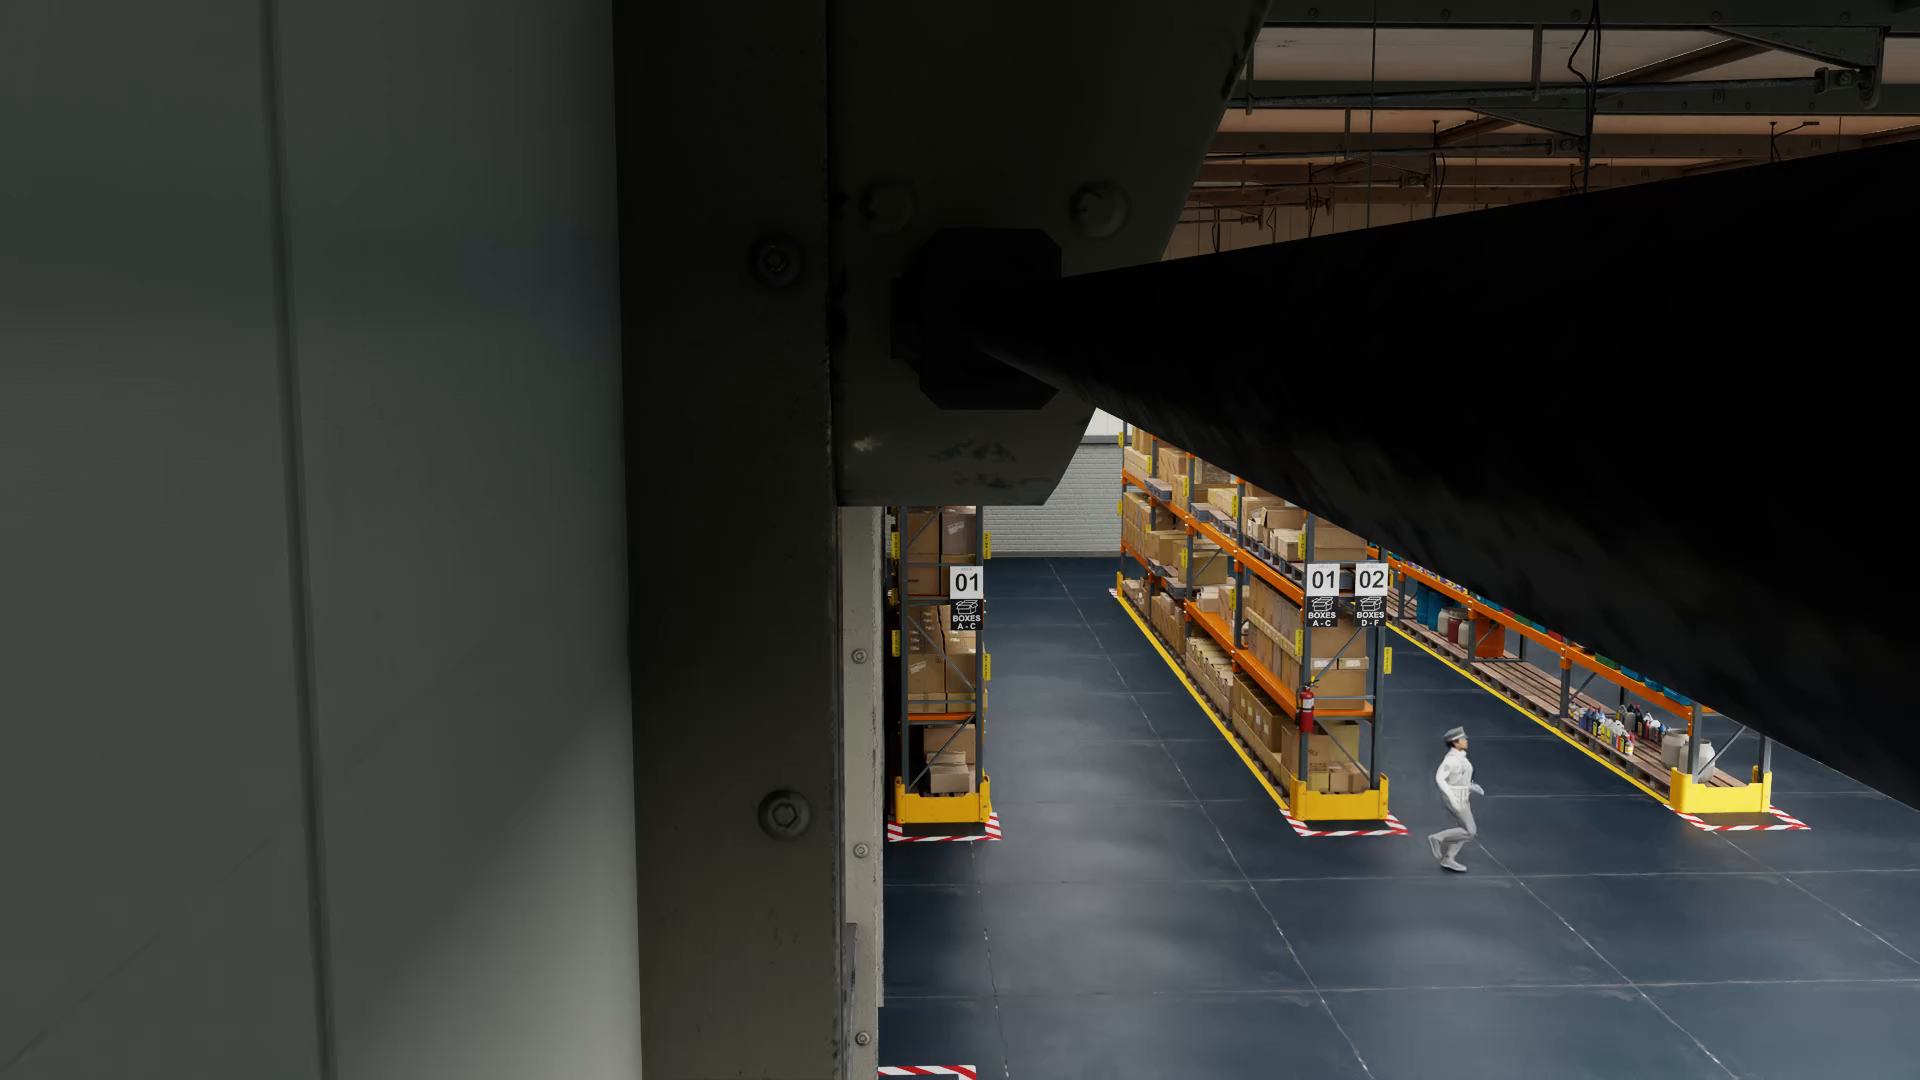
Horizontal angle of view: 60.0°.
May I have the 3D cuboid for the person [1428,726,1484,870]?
[{"bbox_3d":[5.595,2.906,18.728,0.550,1.657,0.623,4,9,27],"label":"person"}]
